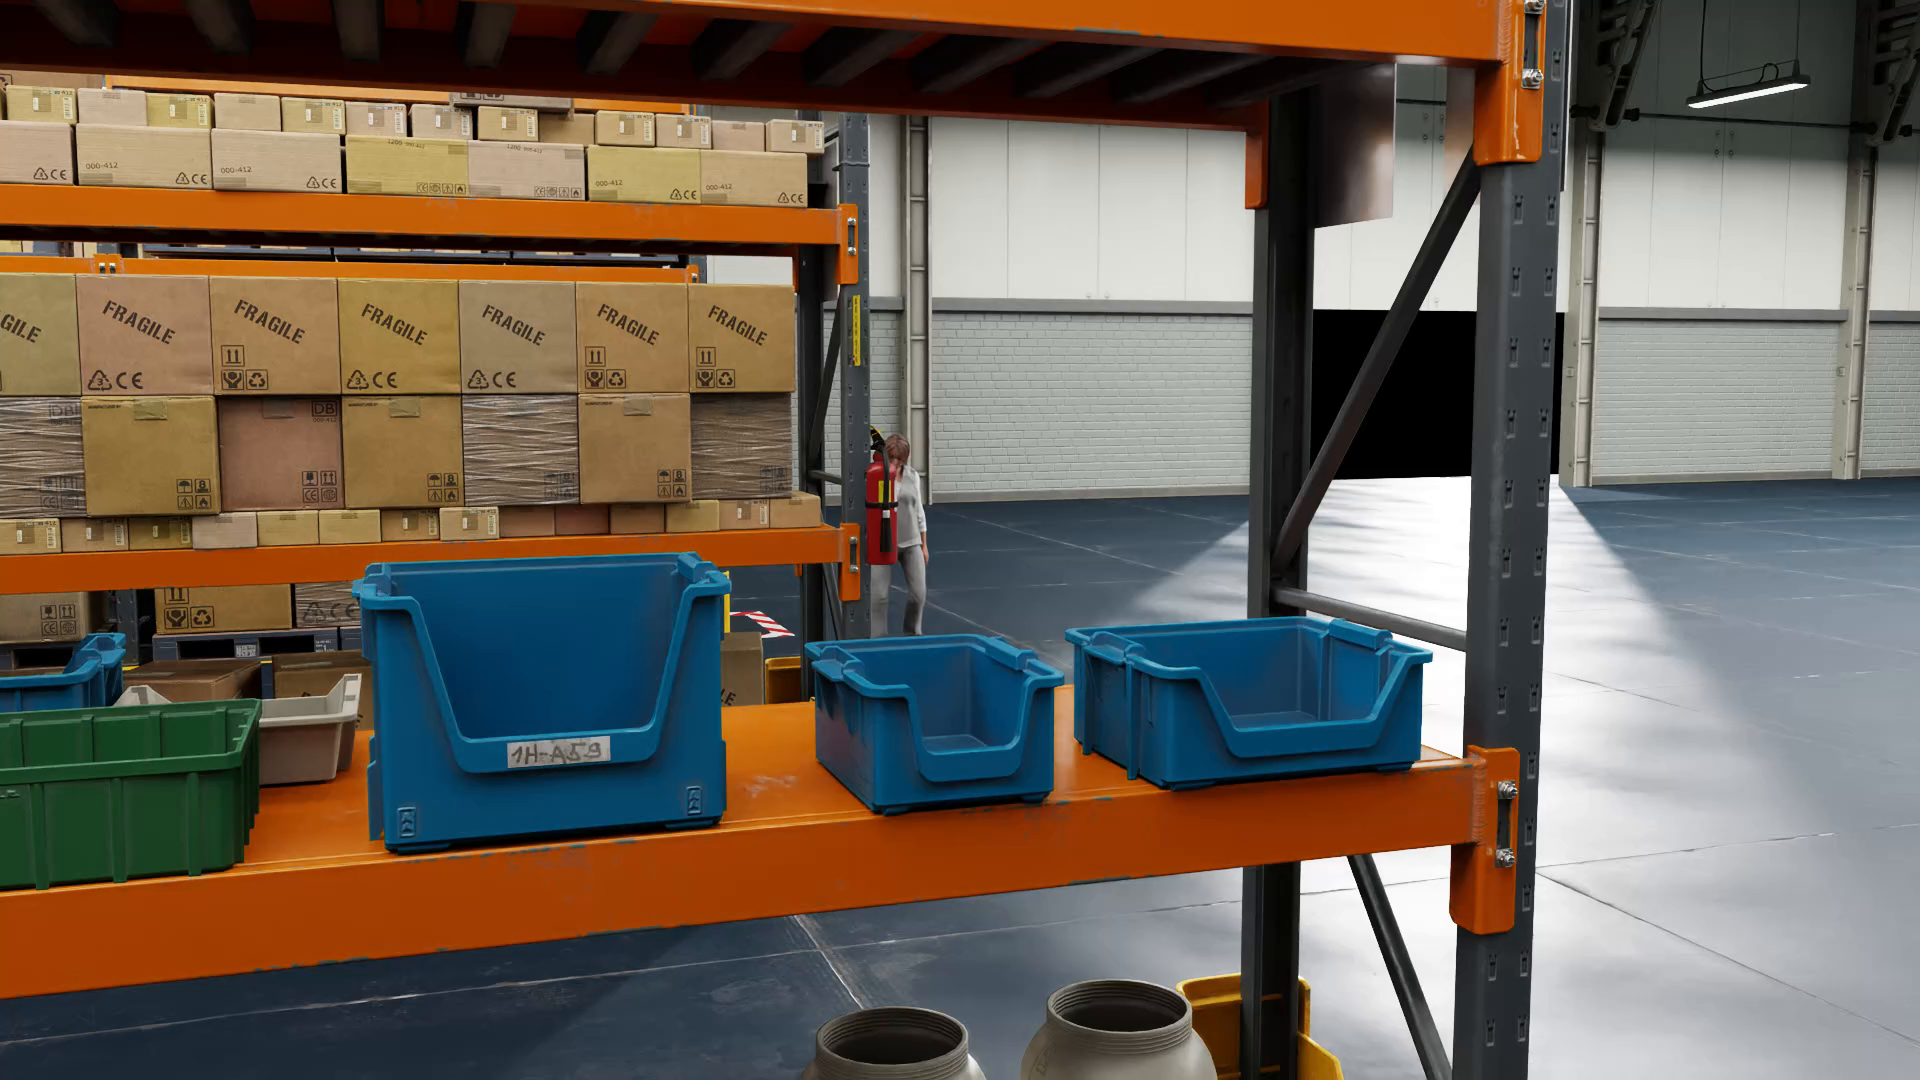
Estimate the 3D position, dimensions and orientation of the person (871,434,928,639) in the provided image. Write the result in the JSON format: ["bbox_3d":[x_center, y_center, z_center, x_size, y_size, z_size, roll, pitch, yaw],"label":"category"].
[{"bbox_3d":[-0.456,0.085,11.368,0.510,1.586,0.399,-1,6,-10],"label":"person"}]
